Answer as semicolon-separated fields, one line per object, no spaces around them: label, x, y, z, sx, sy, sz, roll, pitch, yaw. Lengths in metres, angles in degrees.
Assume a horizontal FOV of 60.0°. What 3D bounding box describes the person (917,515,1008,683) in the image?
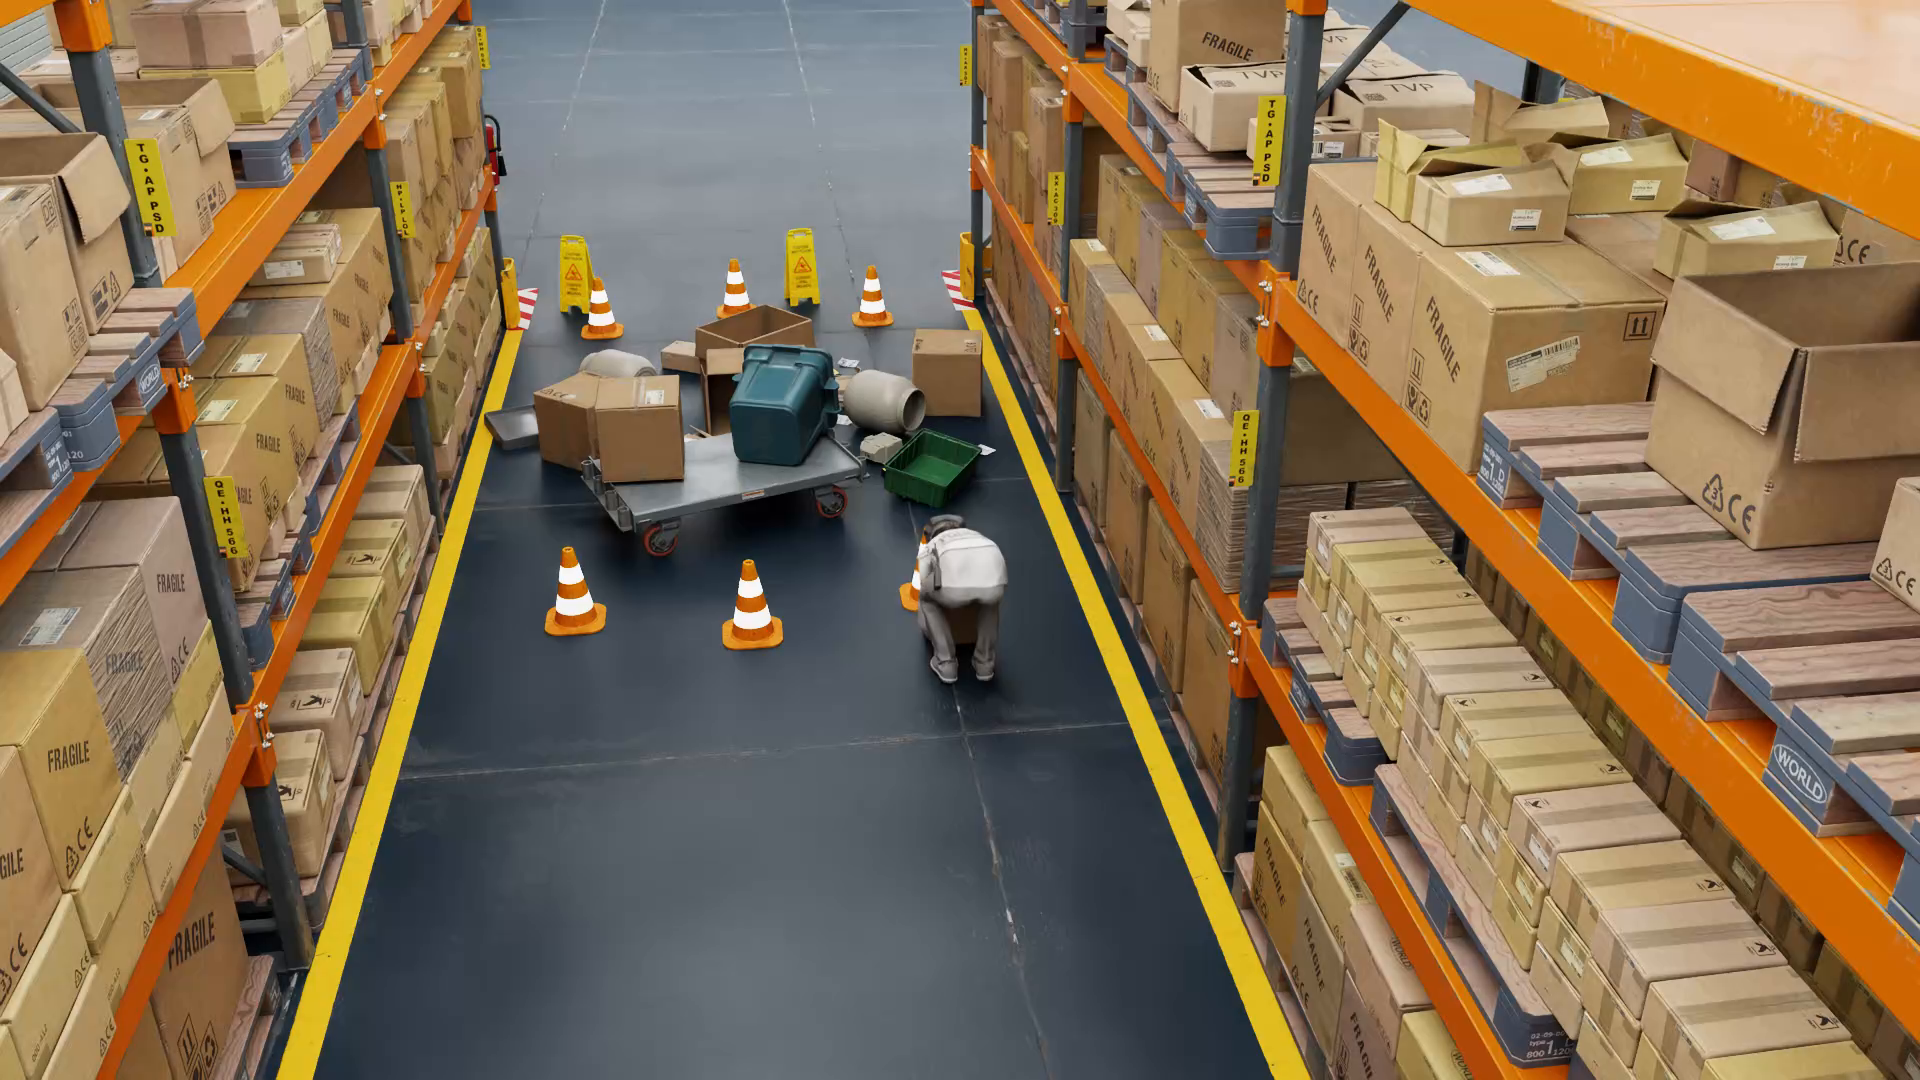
person;0.001;0.296;8.939;0.447;0.852;0.887;-5;28;-9
